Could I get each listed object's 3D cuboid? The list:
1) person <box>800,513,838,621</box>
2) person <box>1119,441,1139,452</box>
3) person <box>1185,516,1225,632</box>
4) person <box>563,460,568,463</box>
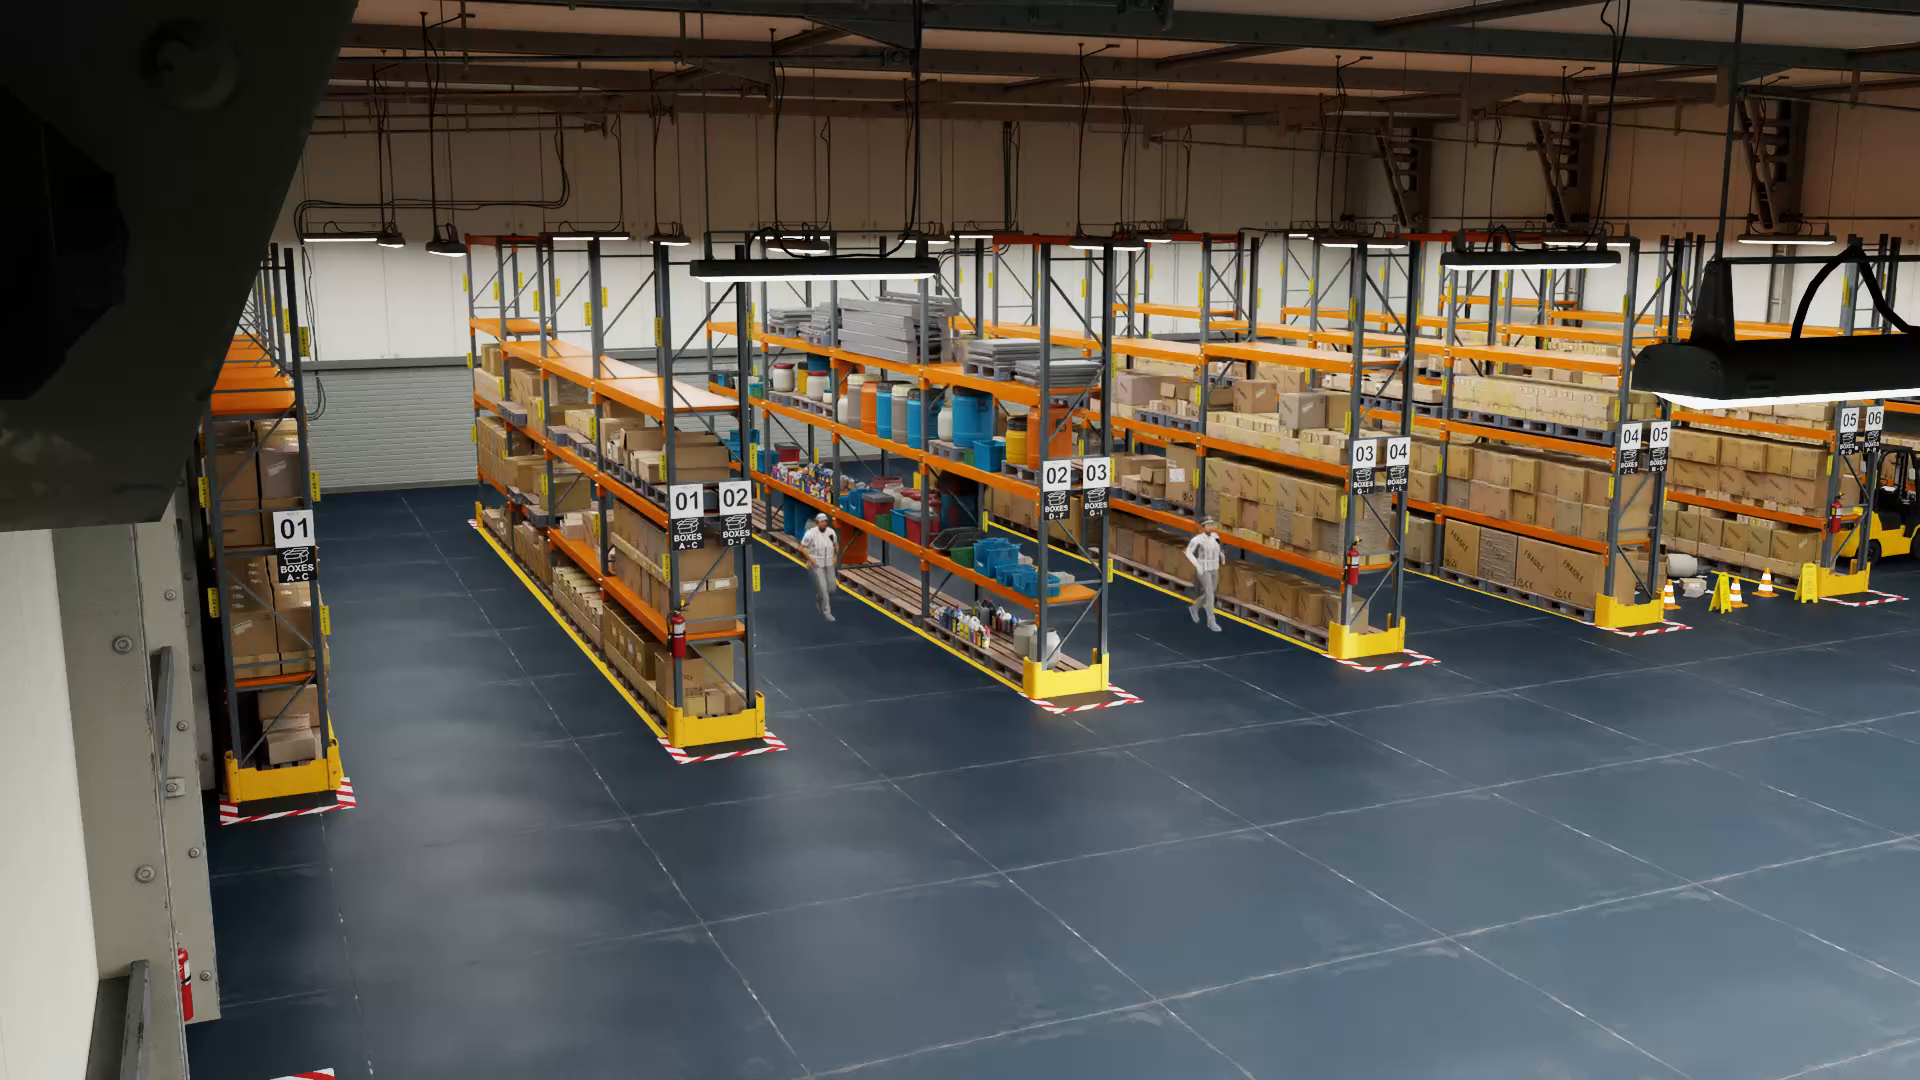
[{"bbox_3d":[-2.122,0.391,25.366,0.627,1.647,0.576,-6,12,-28],"label":"person"},{"bbox_3d":[4.312,-2.507,42.064,0.475,1.576,0.838,4,12,19],"label":"person"},{"bbox_3d":[3.696,0.470,24.829,0.611,1.708,0.684,-7,13,-31],"label":"person"},{"bbox_3d":[-8.432,-1.376,35.787,0.627,1.813,0.744,4,12,20],"label":"person"}]
